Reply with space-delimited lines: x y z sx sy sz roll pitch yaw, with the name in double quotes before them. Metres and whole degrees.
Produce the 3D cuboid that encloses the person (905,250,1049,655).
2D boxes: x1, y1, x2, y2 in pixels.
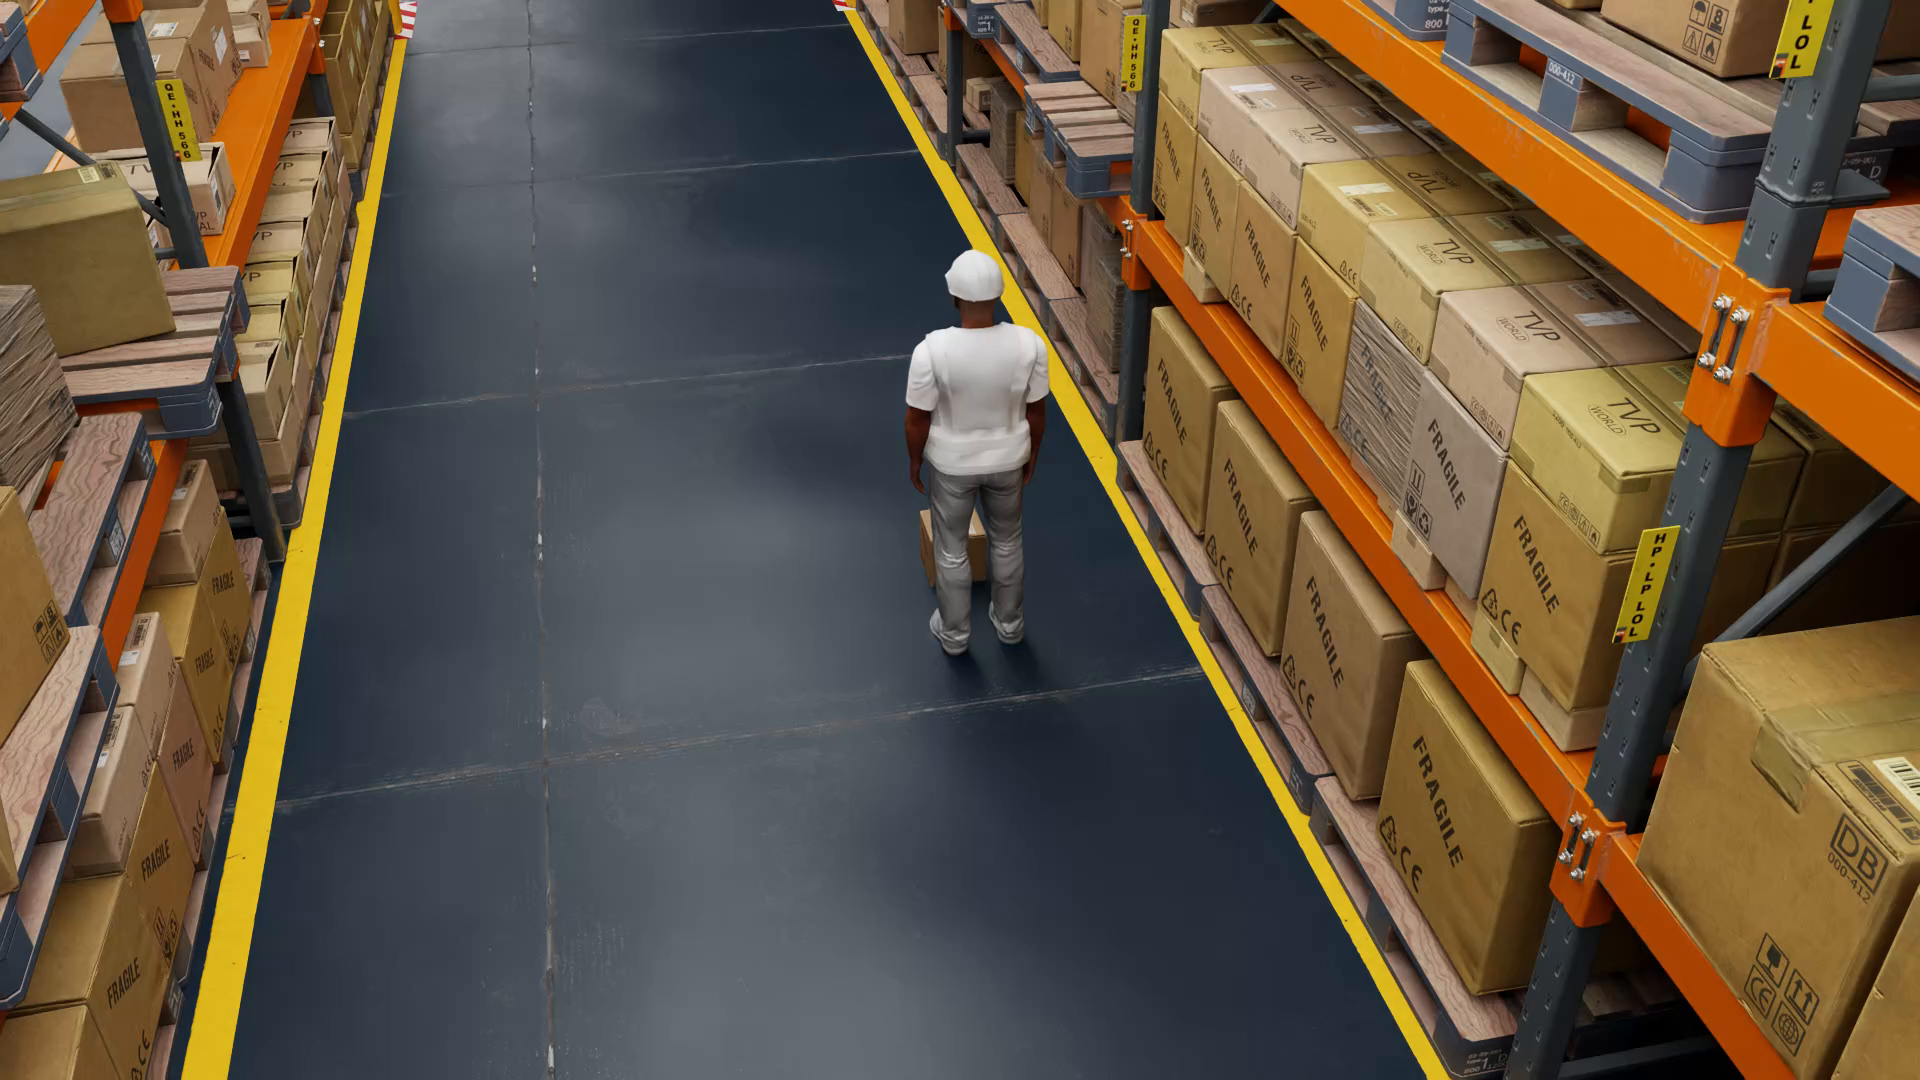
"person" 0.058 -0.331 6.618 0.562 1.764 0.365 -6 35 -9
